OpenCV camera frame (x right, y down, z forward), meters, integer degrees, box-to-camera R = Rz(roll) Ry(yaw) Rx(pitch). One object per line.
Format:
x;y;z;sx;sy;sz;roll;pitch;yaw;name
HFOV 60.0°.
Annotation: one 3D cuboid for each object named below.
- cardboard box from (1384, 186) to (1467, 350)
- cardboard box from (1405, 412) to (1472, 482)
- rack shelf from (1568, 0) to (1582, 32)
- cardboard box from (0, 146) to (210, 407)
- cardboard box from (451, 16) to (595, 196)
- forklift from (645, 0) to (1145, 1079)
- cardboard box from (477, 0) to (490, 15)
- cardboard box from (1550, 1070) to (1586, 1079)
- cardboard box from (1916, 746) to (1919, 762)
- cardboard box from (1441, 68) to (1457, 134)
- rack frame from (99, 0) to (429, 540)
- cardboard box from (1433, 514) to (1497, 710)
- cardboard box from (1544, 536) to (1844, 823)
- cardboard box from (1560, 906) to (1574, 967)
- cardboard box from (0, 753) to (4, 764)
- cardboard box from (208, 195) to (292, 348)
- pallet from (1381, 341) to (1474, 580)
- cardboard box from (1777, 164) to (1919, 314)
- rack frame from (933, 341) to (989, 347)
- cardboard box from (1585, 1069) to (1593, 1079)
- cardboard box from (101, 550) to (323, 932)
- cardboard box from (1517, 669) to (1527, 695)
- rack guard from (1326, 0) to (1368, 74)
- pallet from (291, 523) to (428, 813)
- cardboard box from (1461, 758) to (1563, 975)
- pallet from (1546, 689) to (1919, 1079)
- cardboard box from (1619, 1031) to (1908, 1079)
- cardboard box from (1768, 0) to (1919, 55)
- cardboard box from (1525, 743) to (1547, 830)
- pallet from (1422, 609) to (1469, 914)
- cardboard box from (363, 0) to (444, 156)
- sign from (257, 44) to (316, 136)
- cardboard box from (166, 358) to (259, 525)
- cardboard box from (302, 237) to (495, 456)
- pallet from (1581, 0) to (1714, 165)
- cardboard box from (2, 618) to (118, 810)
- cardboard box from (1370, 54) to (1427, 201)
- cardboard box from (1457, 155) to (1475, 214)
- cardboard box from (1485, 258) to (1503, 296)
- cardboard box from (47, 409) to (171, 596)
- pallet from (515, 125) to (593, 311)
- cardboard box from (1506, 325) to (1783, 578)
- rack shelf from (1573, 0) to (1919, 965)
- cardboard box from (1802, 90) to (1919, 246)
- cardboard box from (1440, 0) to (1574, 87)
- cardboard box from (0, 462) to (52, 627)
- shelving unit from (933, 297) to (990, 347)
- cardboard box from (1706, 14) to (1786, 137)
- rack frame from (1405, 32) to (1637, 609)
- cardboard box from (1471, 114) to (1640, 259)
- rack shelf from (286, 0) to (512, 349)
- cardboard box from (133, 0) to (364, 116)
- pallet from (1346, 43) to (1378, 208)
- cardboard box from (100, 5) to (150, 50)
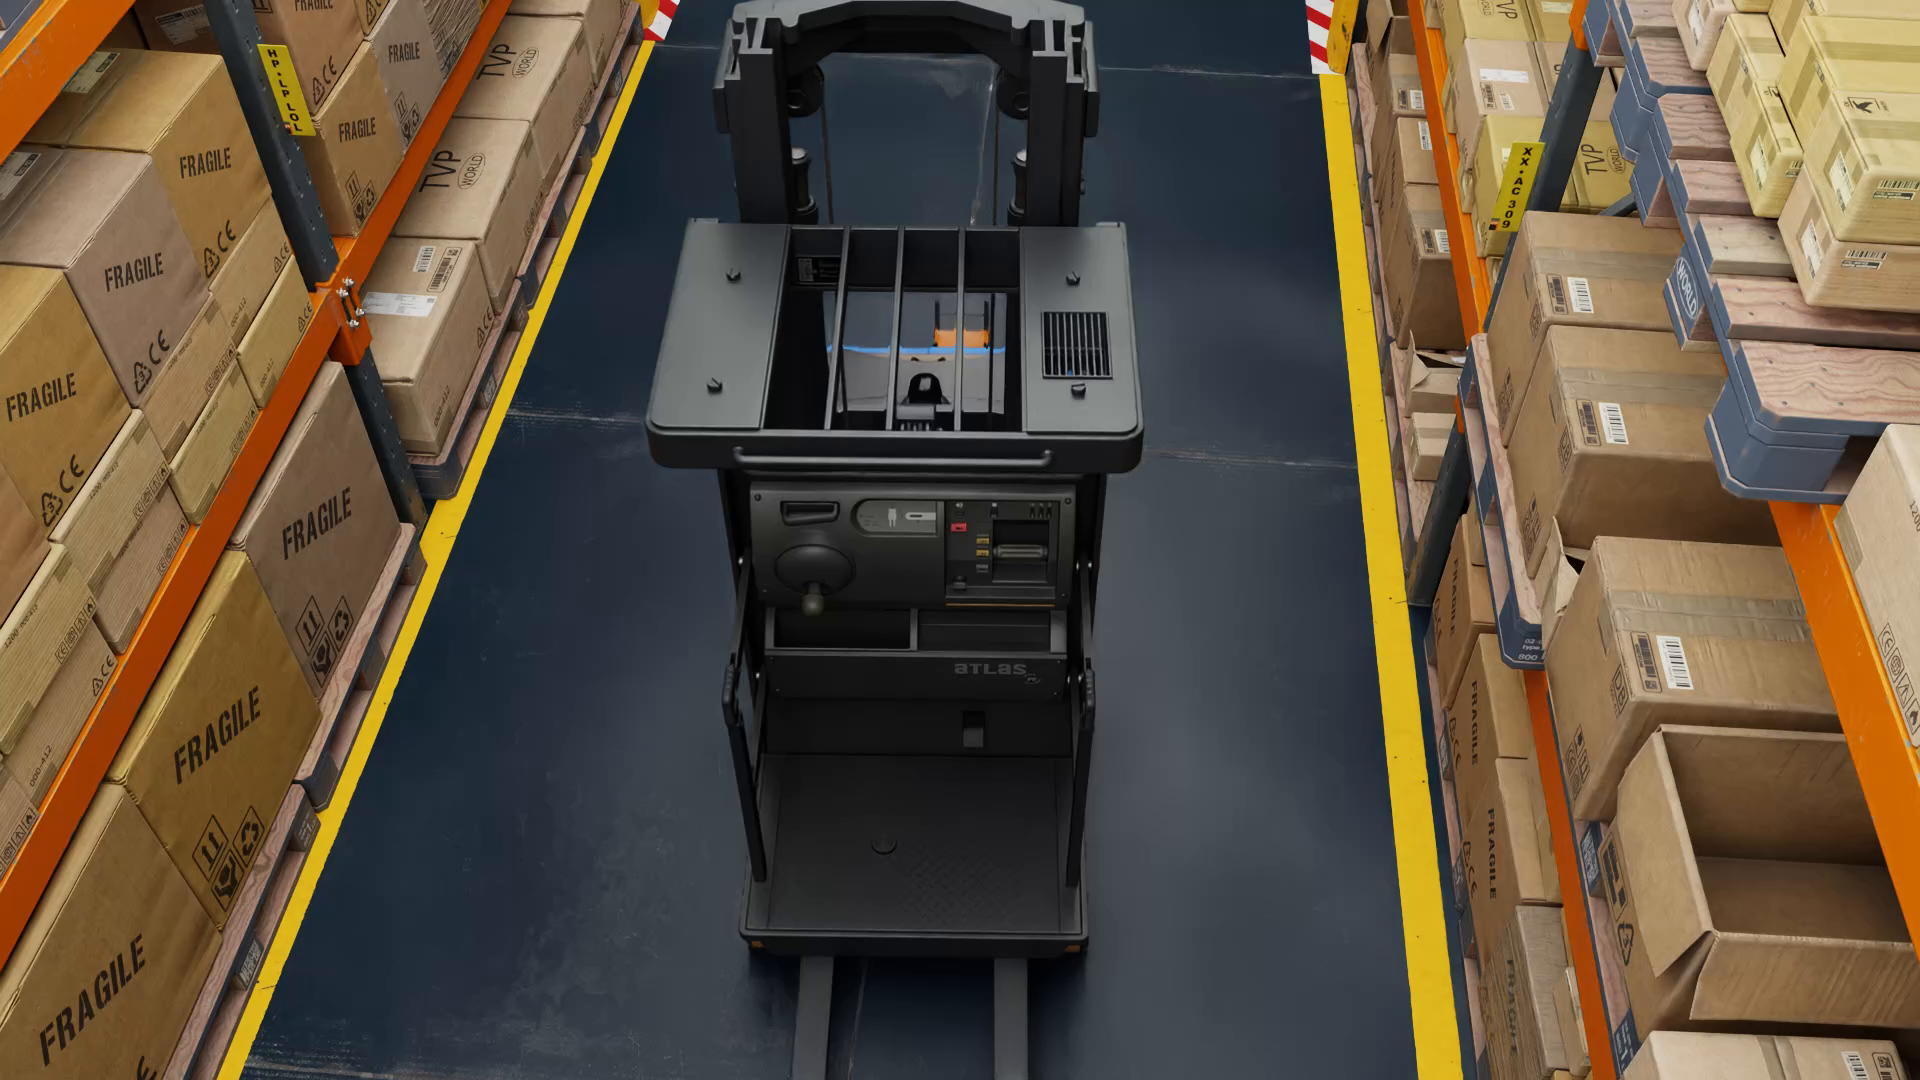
2.260;-1.169;7.196;0.700;0.500;0.500;2;48;2;cardboard box
2.015;-0.372;6.705;0.380;0.149;0.250;3;48;2;cardboard box
2.439;-3.002;5.918;1.077;0.370;4.000;4;48;4;rack shelf
-2.517;-0.740;4.648;0.500;0.500;0.500;5;48;4;cardboard box
-2.357;-2.146;8.132;0.875;0.438;0.875;5;48;5;cardboard box
-0.136;0.129;4.646;1.130;2.935;3.031;1;48;1;forklift
-2.234;-2.568;6.998;0.500;0.500;0.500;5;48;5;cardboard box
1.818;1.801;4.479;0.500;0.500;0.500;6;48;5;cardboard box
1.743;0.452;2.373;0.500;0.250;0.500;4;48;4;cardboard box
2.083;-1.696;6.438;0.380;0.149;0.250;3;48;3;cardboard box
-2.686;-1.094;5.718;1.000;3.000;0.127;4;48;4;rack frame
1.989;0.279;5.871;0.500;0.500;0.500;6;48;5;cardboard box
1.872;0.359;4.036;0.700;0.500;0.500;4;48;3;cardboard box
1.907;1.130;4.654;0.380;0.149;0.250;4;48;4;cardboard box
-2.653;0.626;3.907;0.500;0.250;0.500;4;48;3;cardboard box
-2.484;-0.872;5.278;0.500;0.250;0.500;4;48;3;cardboard box
2.321;-0.327;6.906;1.003;0.211;1.213;4;48;4;pallet
1.719;-0.542;2.998;0.380;0.149;0.250;5;48;4;cardboard box
0.003;-0.358;6.366;0.200;1.050;0.008;1;48;1;rack frame
1.839;1.512;4.304;0.380;0.149;0.250;3;48;3;cardboard box
-2.738;0.606;5.318;0.875;0.875;0.875;5;48;5;cardboard box
1.999;0.364;5.354;0.380;0.149;0.250;2;48;2;cardboard box
2.615;-2.803;8.975;1.175;0.500;0.348;4;48;4;rack guard
-2.681;0.419;6.224;1.003;0.211;1.213;4;48;4;pallet
1.900;1.037;5.178;0.500;0.500;0.500;3;48;2;cardboard box
2.065;0.812;4.105;1.003;0.211;1.213;4;48;4;pallet
1.666;1.288;3.356;0.500;0.250;0.500;2;48;2;cardboard box
1.812;-1.010;3.224;0.380;0.149;0.250;4;48;4;cardboard box
1.928;0.747;5.004;0.380;0.149;0.250;4;48;3;cardboard box
2.221;0.778;5.895;1.003;0.211;1.213;4;48;4;pallet
-2.333;-1.825;6.318;0.500;0.500;0.500;4;48;4;cardboard box
-2.145;-1.429;5.293;0.100;0.325;0.005;4;48;4;sign
-2.524;-0.323;5.114;0.500;0.250;0.500;3;48;3;cardboard box
-2.522;-0.825;6.924;0.875;0.438;0.875;3;48;3;cardboard box
2.128;-1.238;3.944;1.213;0.211;1.003;4;48;4;pallet
-2.631;0.427;4.429;0.500;0.250;0.500;4;48;4;cardboard box
2.355;-1.932;7.894;0.700;0.500;0.500;6;48;5;cardboard box
2.036;-1.315;6.090;0.380;0.149;0.250;5;48;5;cardboard box
2.035;-0.930;5.738;0.380;0.149;0.250;4;48;4;cardboard box
-2.564;-0.123;4.593;0.500;0.250;0.500;5;48;4;cardboard box
-2.430;-1.606;8.075;1.003;0.211;1.213;4;48;4;pallet
1.943;-0.218;4.564;0.700;0.500;0.500;4;48;4;cardboard box
2.075;-0.063;3.230;1.077;0.370;4.000;4;48;4;rack shelf
1.711;-0.641;2.887;0.380;0.149;0.250;4;48;4;cardboard box
2.150;-1.938;6.390;0.500;0.250;0.500;4;48;3;cardboard box
-2.615;0.013;3.960;0.500;0.500;0.500;5;48;4;cardboard box
0.005;-0.448;6.449;0.215;1.050;0.252;1;48;1;shelving unit
1.743;-0.923;3.346;0.380;0.149;0.250;3;48;3;cardboard box
2.257;-0.763;5.415;1.000;3.000;0.127;4;48;4;rack frame
2.061;-1.204;5.718;0.500;0.250;0.500;5;48;5;cardboard box
-2.504;-2.321;7.328;1.077;0.370;4.000;4;48;4;rack shelf
-2.402;-1.799;5.617;0.500;0.500;0.500;4;48;4;cardboard box
2.543;-2.120;8.546;1.003;0.211;1.213;4;48;4;pallet
-2.918;-1.831;5.646;0.500;0.500;0.500;4;48;3;cardboard box
